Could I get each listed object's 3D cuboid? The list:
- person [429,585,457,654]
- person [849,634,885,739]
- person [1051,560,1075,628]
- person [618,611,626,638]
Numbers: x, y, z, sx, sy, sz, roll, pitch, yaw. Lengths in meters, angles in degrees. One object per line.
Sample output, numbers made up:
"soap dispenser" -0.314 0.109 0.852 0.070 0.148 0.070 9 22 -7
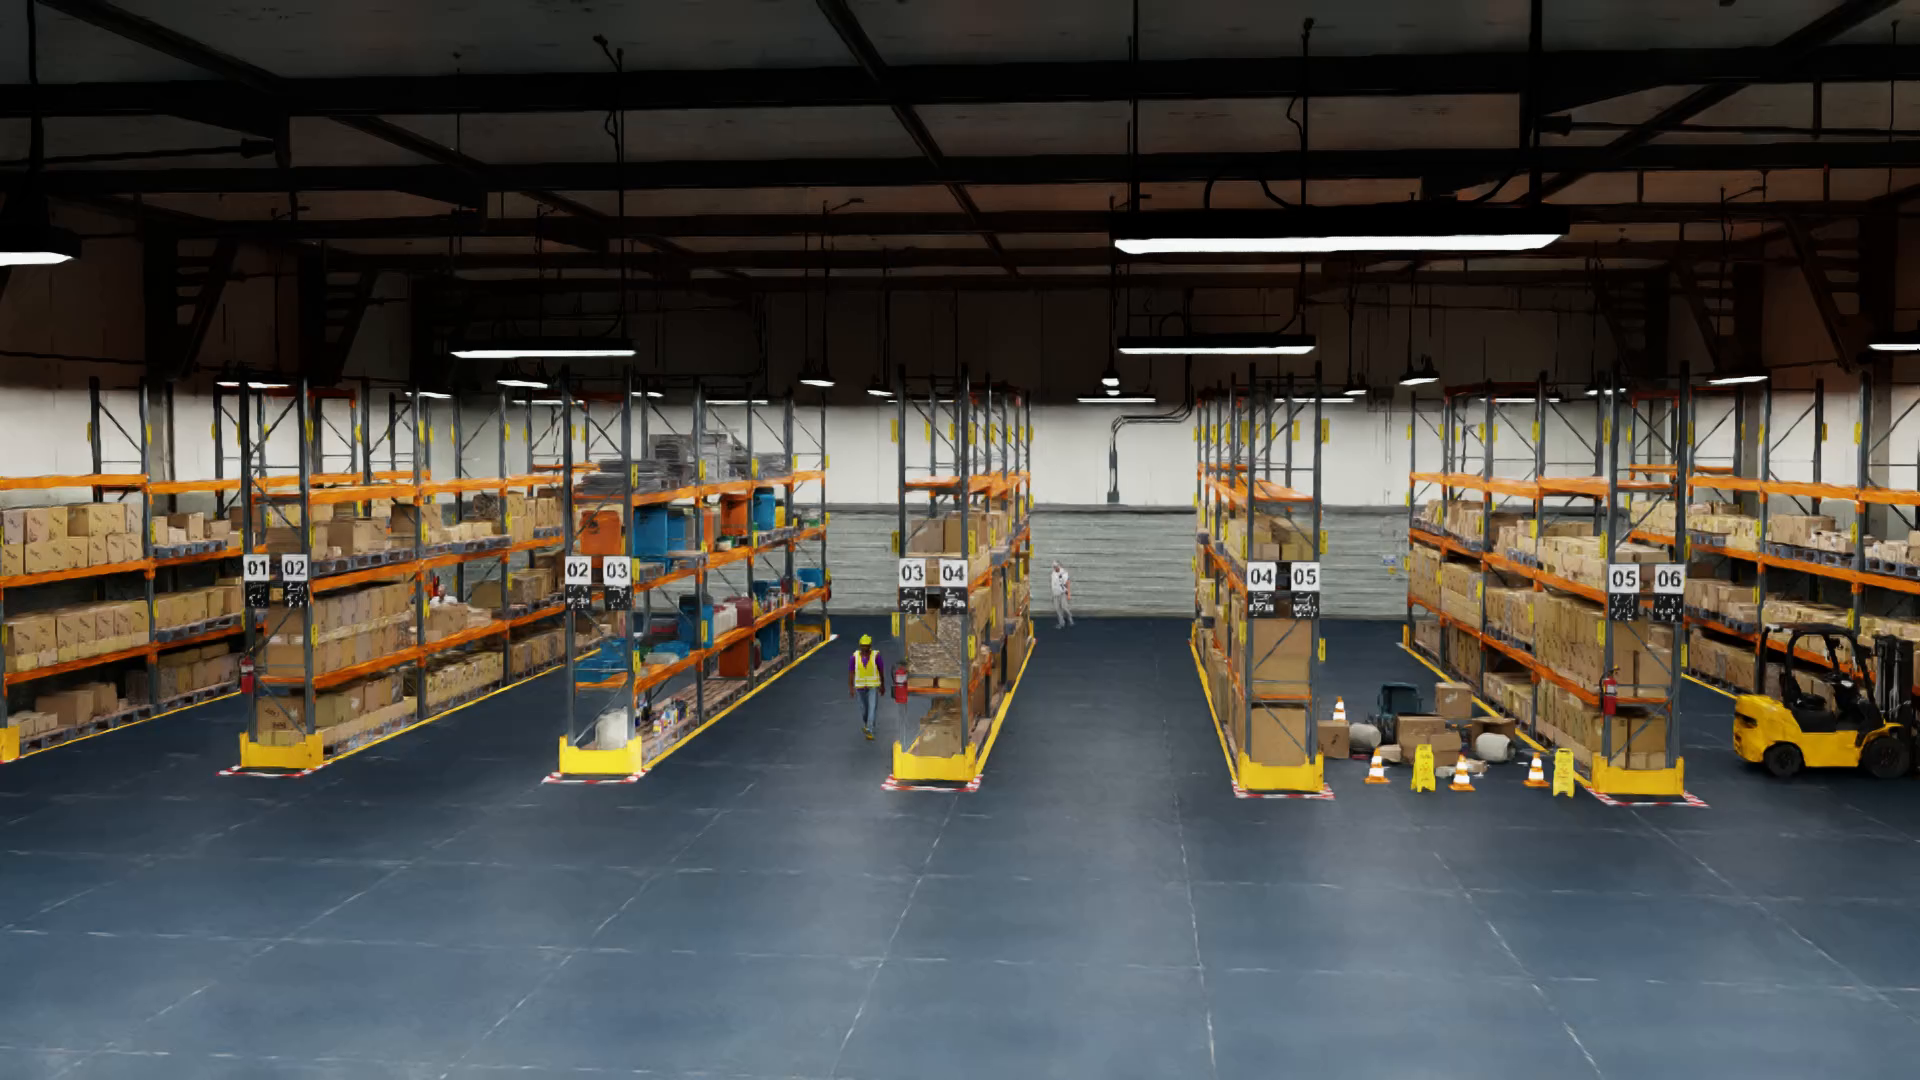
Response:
"person" -11.180 1.829 36.046 0.729 1.733 0.546 0 4 5
"person" -1.555 2.390 27.374 0.577 1.691 1.121 1 4 8
"person" 2.646 1.382 42.860 0.599 1.750 0.561 3 5 43
"person" -7.474 1.764 37.166 0.390 1.674 0.560 0 4 -7
